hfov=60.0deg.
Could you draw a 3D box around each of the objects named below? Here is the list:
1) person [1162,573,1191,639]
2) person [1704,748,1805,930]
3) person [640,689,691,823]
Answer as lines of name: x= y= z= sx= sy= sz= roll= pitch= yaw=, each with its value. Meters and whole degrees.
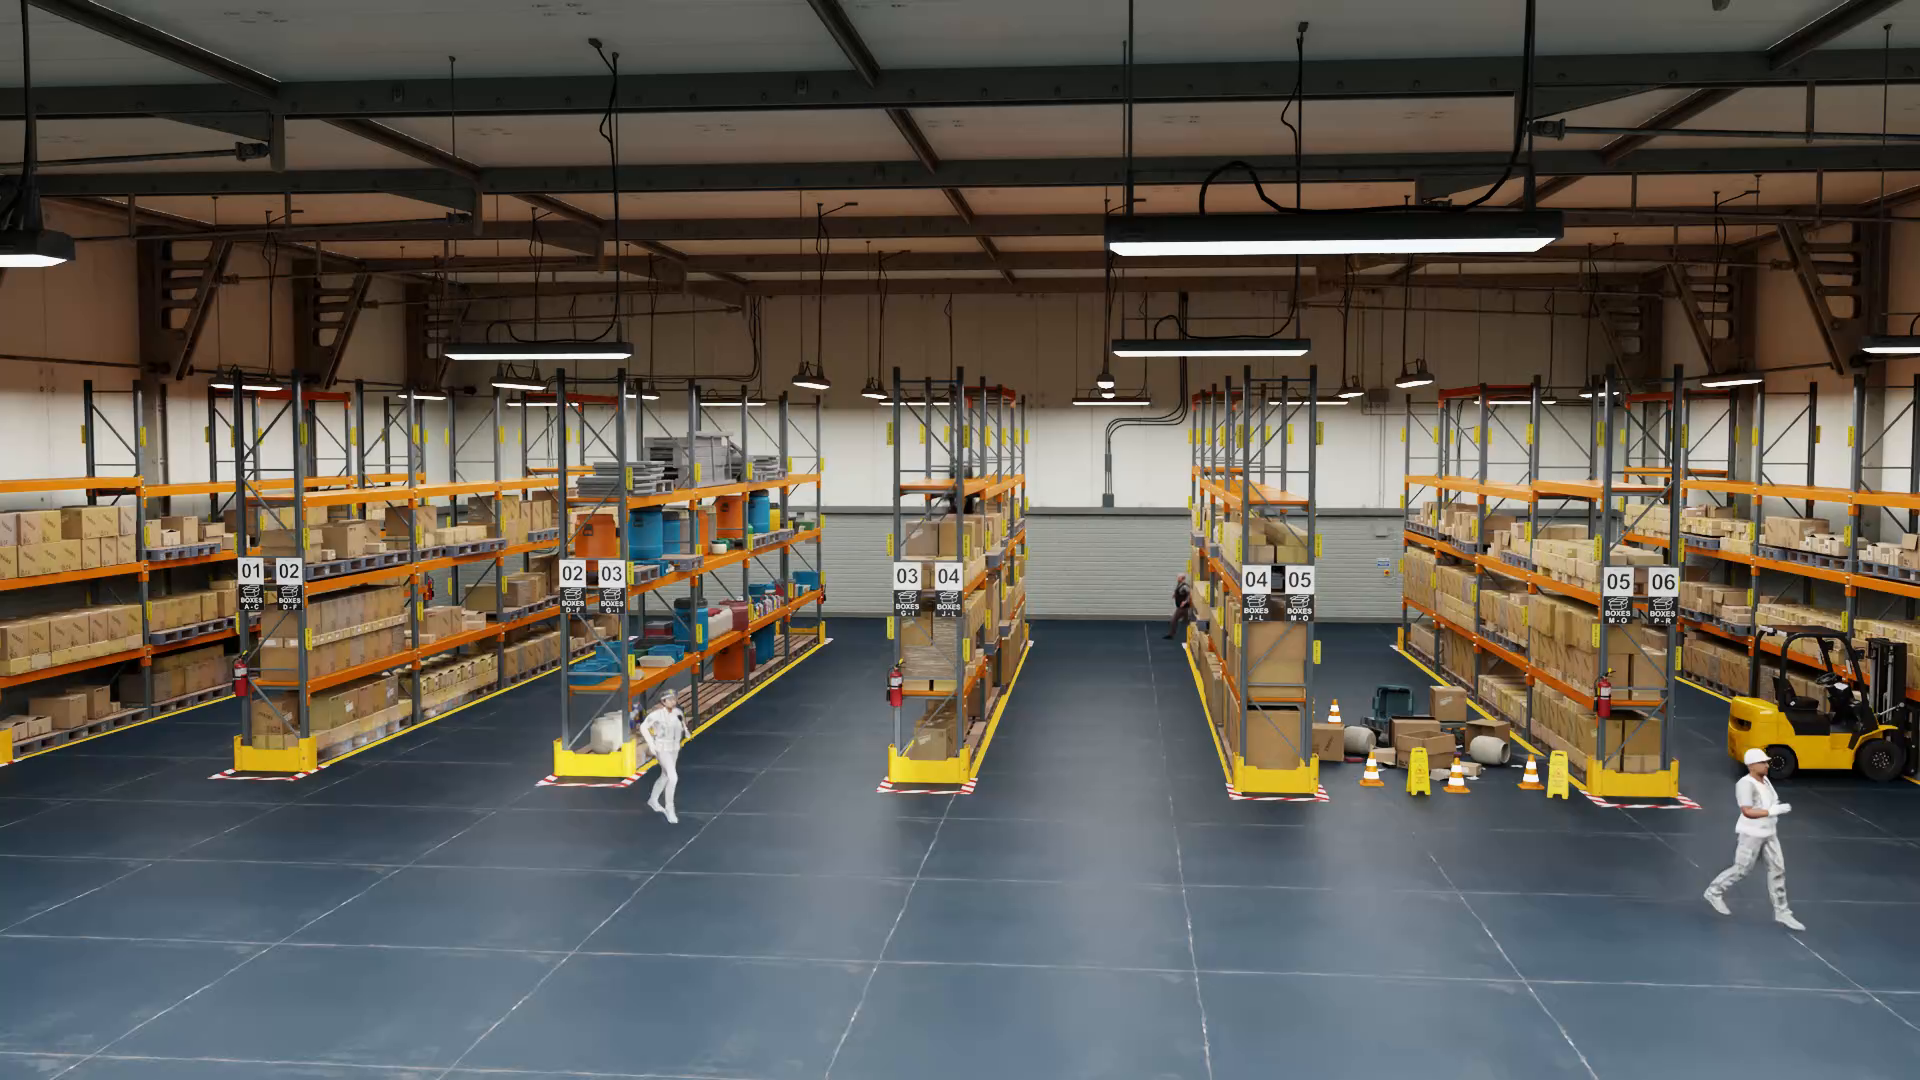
person: x=5.472 y=1.633 z=40.772 sx=0.995 sy=1.667 sz=0.741 roll=0 pitch=4 yaw=1
person: x=8.148 y=3.021 z=17.015 sx=0.678 sy=1.784 sz=0.972 roll=-3 pitch=5 yaw=-39
person: x=-3.847 y=2.802 z=21.824 sx=0.759 sy=1.750 sz=0.606 roll=3 pitch=5 yaw=38
